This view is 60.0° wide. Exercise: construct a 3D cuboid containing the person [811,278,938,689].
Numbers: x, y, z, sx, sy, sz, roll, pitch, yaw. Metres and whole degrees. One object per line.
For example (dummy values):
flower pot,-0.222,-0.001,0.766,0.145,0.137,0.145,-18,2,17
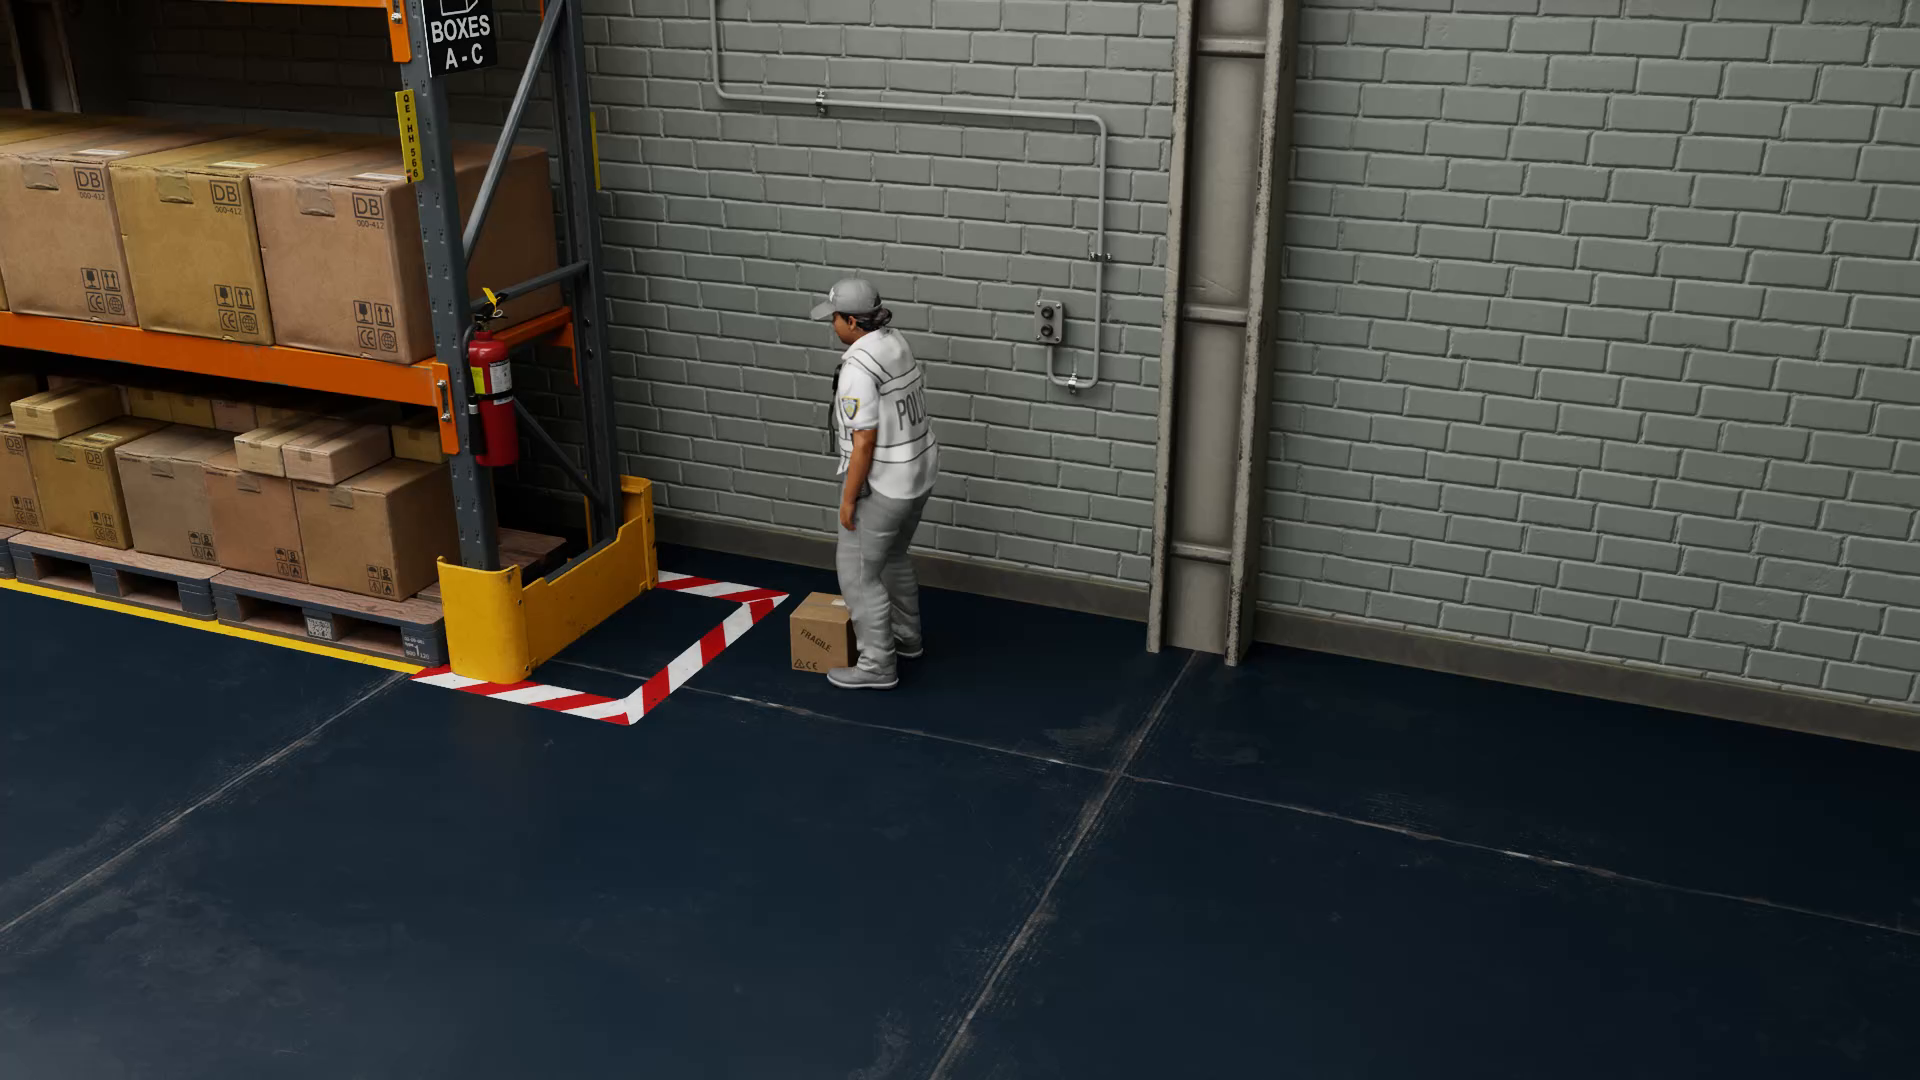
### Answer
person,-0.340,-0.228,6.635,0.470,1.665,0.537,9,24,20
